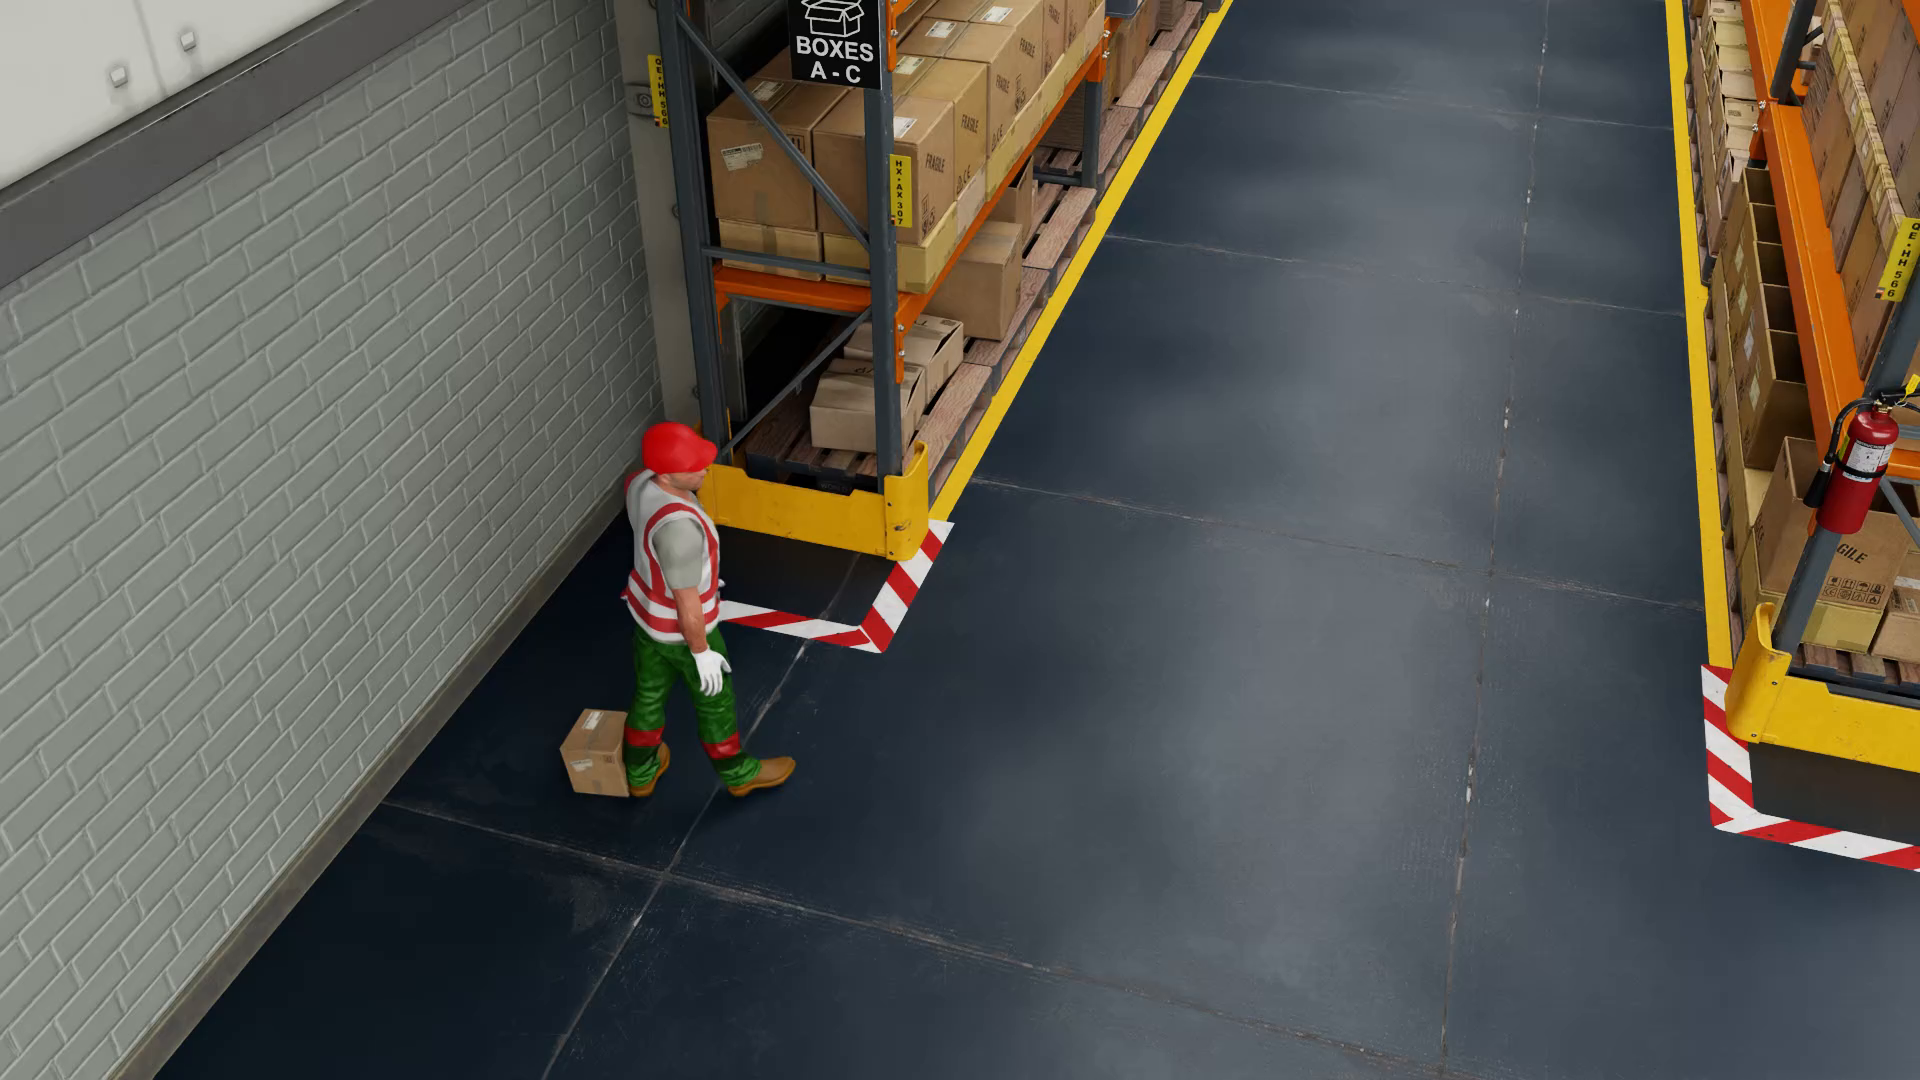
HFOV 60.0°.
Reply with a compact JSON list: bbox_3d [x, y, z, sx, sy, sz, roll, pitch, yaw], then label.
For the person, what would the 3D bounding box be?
[{"bbox_3d":[-1.036,0.303,6.439,0.655,1.783,0.614,-20,41,-25],"label":"person"}]
